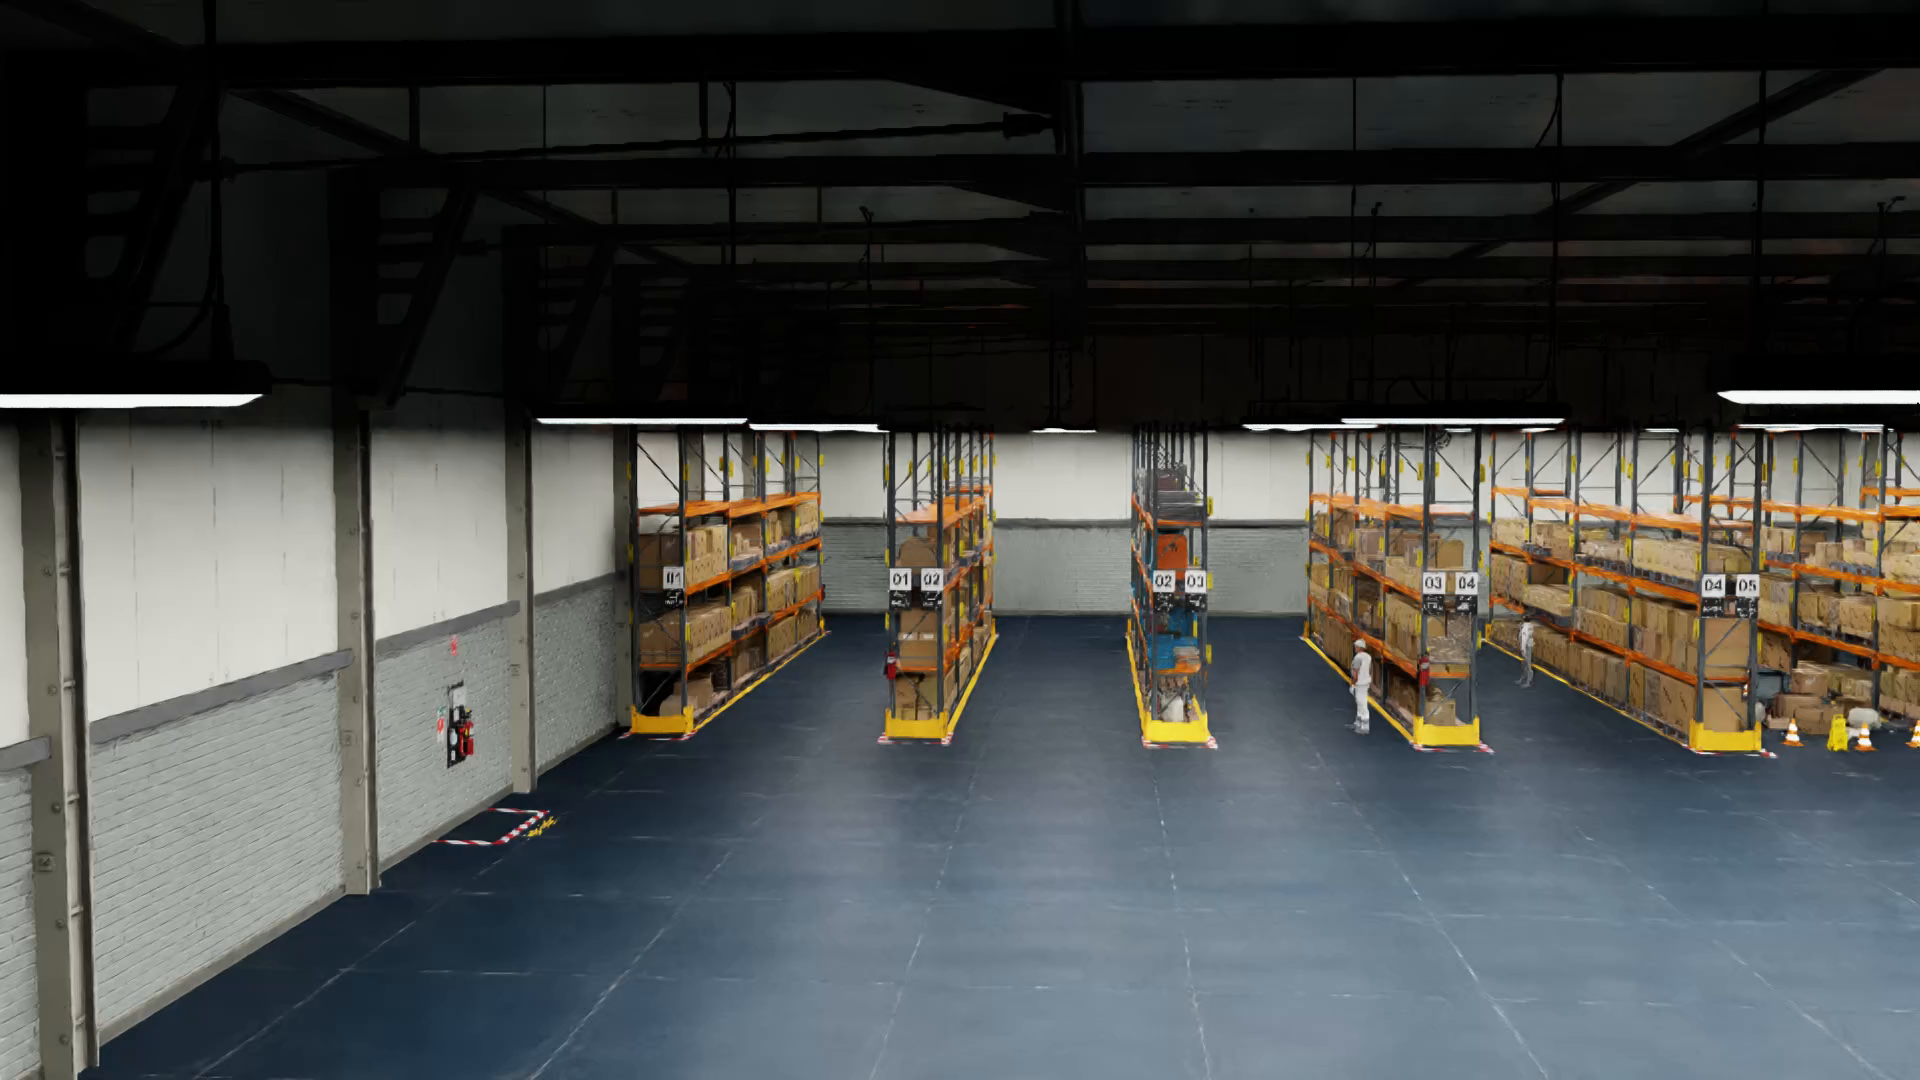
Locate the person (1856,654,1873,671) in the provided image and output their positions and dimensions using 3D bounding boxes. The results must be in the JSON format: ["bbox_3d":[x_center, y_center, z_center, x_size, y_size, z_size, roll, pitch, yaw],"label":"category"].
[{"bbox_3d":[21.560,2.332,39.781,0.569,1.718,0.627,3,4,35],"label":"person"}]

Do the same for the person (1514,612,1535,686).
[{"bbox_3d":[12.869,2.477,37.899,0.462,1.676,0.524,2,4,34],"label":"person"}]

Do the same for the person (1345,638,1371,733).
[{"bbox_3d":[7.691,2.784,32.074,0.577,1.785,0.655,2,4,34],"label":"person"}]
